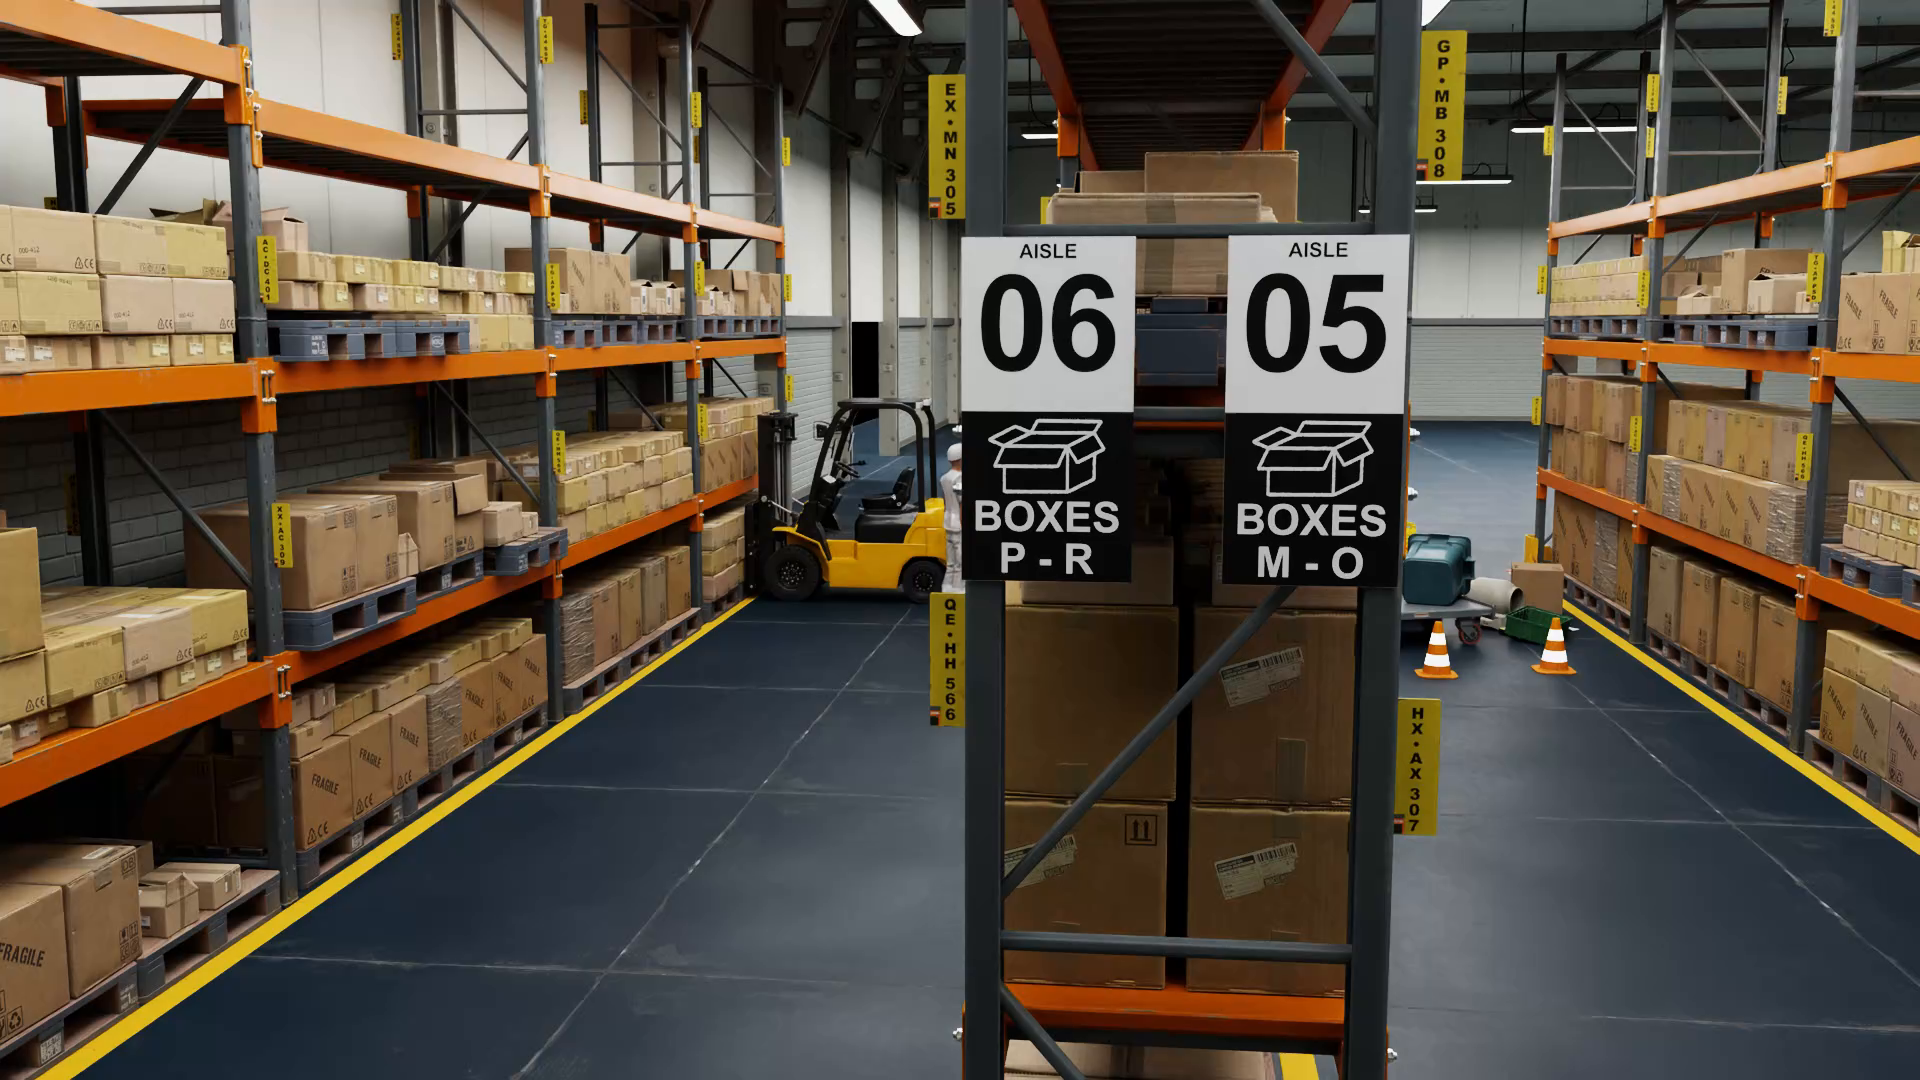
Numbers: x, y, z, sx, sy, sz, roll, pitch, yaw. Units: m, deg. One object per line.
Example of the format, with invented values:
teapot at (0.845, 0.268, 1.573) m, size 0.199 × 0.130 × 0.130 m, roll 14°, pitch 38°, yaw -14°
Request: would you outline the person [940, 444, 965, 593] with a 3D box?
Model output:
person at (0.008, -0.075, 16.720) m, size 0.335 × 1.793 × 0.523 m, roll -3°, pitch 8°, yaw -22°
